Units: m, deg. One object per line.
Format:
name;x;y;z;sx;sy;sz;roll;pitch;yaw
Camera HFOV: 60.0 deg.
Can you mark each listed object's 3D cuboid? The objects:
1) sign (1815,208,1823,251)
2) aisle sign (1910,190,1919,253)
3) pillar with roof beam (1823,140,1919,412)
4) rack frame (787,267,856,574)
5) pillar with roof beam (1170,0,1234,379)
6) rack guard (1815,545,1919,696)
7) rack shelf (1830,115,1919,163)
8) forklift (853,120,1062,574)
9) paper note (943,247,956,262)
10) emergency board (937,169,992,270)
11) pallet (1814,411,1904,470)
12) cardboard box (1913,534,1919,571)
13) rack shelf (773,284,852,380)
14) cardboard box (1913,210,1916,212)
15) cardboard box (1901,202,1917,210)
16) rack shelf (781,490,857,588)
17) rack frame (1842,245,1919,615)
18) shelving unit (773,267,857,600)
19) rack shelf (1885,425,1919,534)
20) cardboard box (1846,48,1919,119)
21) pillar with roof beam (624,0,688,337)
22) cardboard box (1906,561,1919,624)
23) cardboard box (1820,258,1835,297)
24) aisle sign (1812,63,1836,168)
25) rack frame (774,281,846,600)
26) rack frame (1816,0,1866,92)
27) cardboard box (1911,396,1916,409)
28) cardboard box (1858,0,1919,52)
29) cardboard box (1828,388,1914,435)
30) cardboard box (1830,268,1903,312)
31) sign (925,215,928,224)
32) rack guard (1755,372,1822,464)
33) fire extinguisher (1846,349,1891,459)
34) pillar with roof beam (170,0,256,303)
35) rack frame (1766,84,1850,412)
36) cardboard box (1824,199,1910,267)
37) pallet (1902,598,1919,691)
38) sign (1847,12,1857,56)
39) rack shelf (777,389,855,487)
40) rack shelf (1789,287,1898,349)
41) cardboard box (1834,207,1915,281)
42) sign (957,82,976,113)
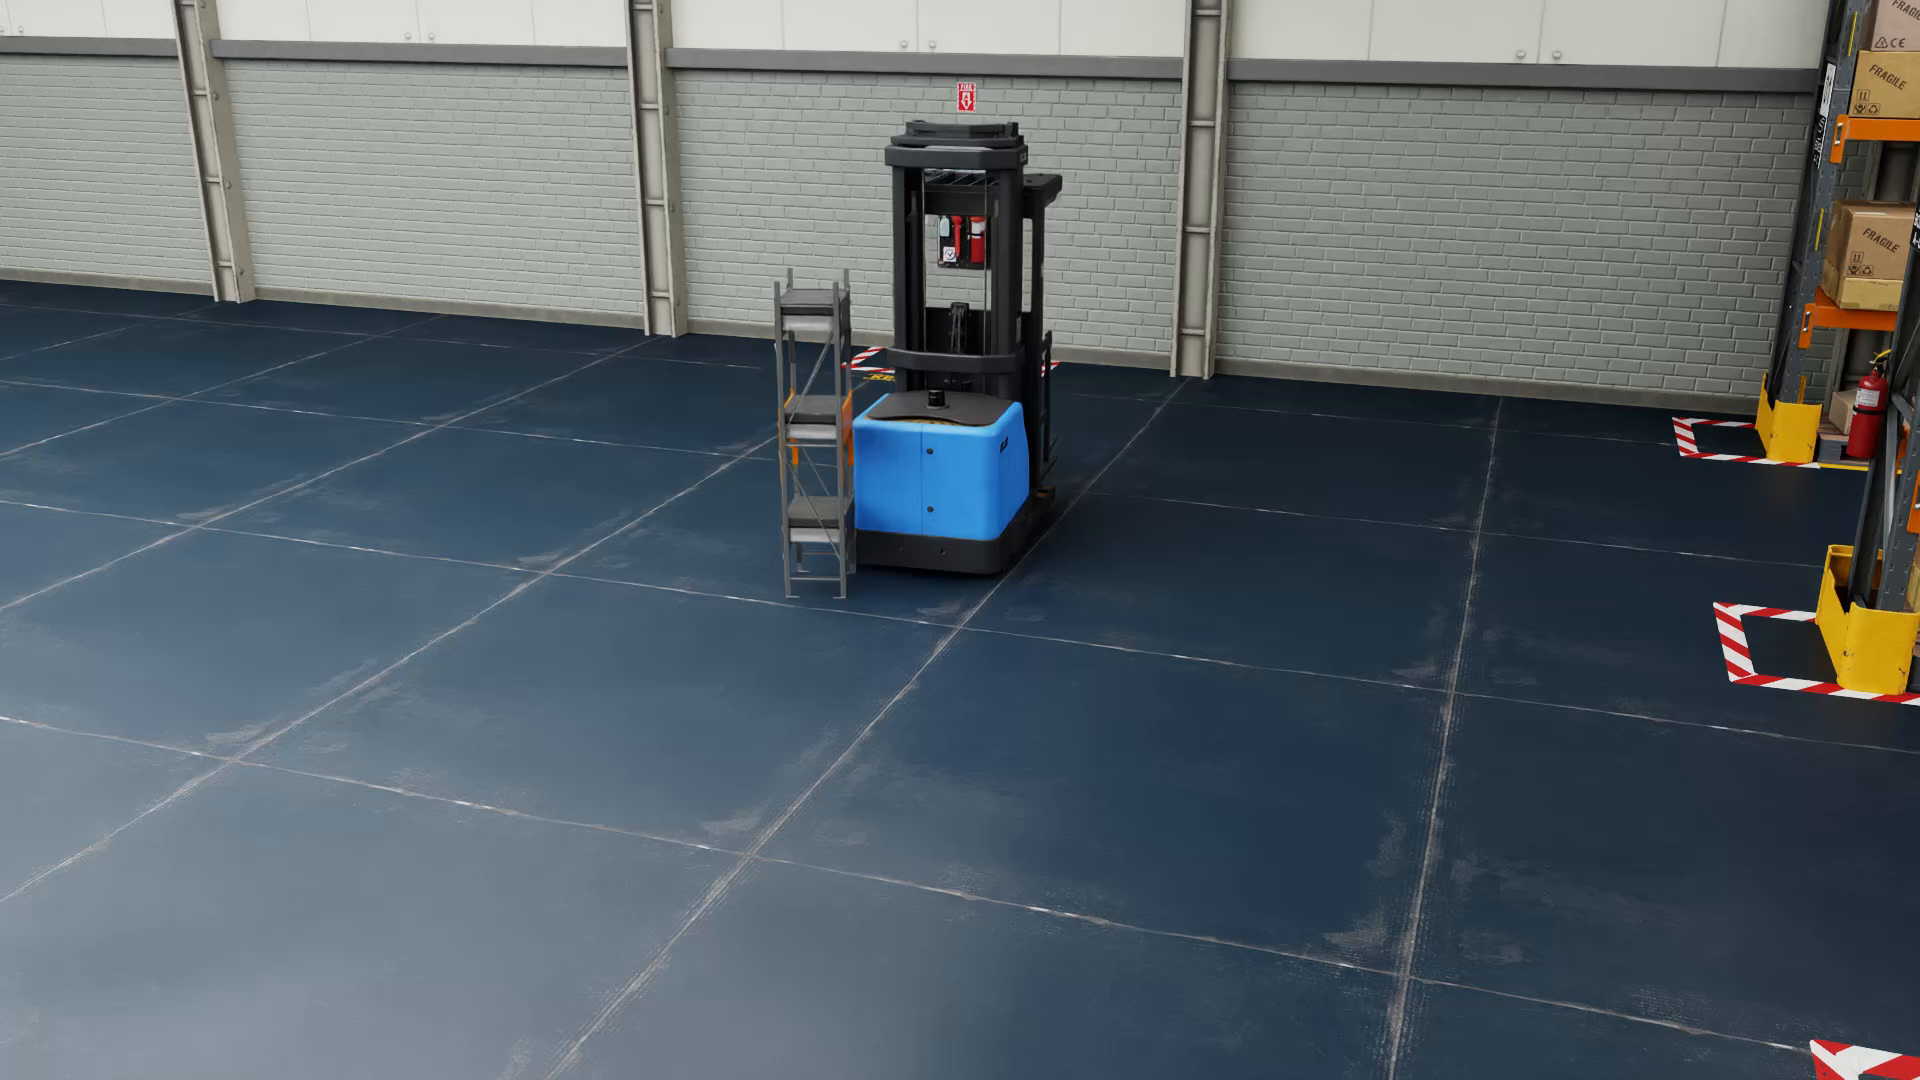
sign;6.905;-2.497;13.368;0.005;0.325;0.100;7;20;18
aisle sign;5.496;-2.042;9.429;0.004;0.787;0.394;7;20;18
pillar with roof beam;6.616;-3.945;9.721;0.400;9.000;9.100;7;20;18
rack frame;-0.917;-0.764;11.078;0.400;2.100;0.015;1;19;4
pillar with roof beam;0.948;-4.593;11.581;0.400;9.000;9.100;7;20;18
rack guard;5.439;0.461;9.993;0.348;0.500;1.175;7;20;18
rack shelf;8.973;-3.118;12.999;4.000;0.370;1.077;7;20;18
forklift;0.116;-1.603;12.221;1.130;2.935;3.031;5;20;13
paper note;-0.106;-3.002;17.469;0.142;0.148;0.016;7;20;18
emergency board;0.039;-3.377;17.208;0.643;1.169;0.194;7;20;18
pallet;7.911;-0.833;14.146;1.213;0.211;1.003;7;20;18
cardboard box;6.065;-0.005;9.934;0.500;0.500;0.500;7;20;18
rack shelf;-0.933;-1.332;10.622;0.431;0.518;0.480;1;19;4
cardboard box;7.899;-2.348;13.314;0.500;0.500;0.500;7;20;18
cardboard box;8.071;-2.508;13.771;0.500;0.500;0.500;7;20;19
rack shelf;-0.933;-0.010;11.083;0.431;0.518;0.480;1;19;4
rack frame;5.461;-0.716;9.574;0.127;3.000;1.000;7;20;18
shelving unit;-0.933;-0.684;10.848;0.431;2.100;0.503;1;19;4
rack shelf;7.350;-0.161;9.073;4.000;0.370;1.077;7;20;18
cardboard box;7.317;-3.616;13.154;0.500;0.500;0.500;7;20;19
pillar with roof beam;-4.720;-5.241;13.440;0.400;9.000;9.100;7;20;18
cardboard box;6.065;0.350;10.055;0.500;0.250;0.500;7;20;18
cardboard box;7.589;-2.205;14.044;0.500;0.250;0.500;7;20;19
aisle sign;6.917;-3.399;13.321;0.004;0.787;0.394;7;20;18
rack frame;-0.950;-0.604;10.618;0.400;2.100;0.015;1;19;4
rack frame;7.083;-5.090;13.007;0.127;3.000;1.000;7;20;18
cardboard box;8.246;-1.031;13.893;0.500;0.311;0.500;8;21;23
cardboard box;7.368;-4.085;12.980;0.500;0.500;0.500;5;20;14
cardboard box;7.707;-1.092;14.070;0.500;0.311;0.500;4;20;12
cardboard box;7.440;-2.044;13.581;0.500;0.250;0.500;6;20;16
sign;-0.450;-3.486;17.465;0.234;0.329;0.001;7;20;18
rack guard;7.155;-1.069;14.382;0.348;0.500;1.175;7;20;18
fire extinguisher;5.502;-0.837;10.038;0.183;0.674;0.296;7;20;18
pillar with roof beam;-10.387;-5.889;15.299;0.400;9.000;9.100;7;20;18
rack frame;7.083;-2.257;13.994;0.127;3.000;1.000;7;20;18
cardboard box;7.598;-2.565;13.936;0.500;0.500;0.500;6;20;17
pallet;6.197;0.670;9.834;1.213;0.211;1.003;7;20;18
sign;6.905;-3.917;12.873;0.005;0.325;0.100;7;20;18
rack shelf;-0.933;-0.671;10.853;0.431;0.518;0.480;1;19;4
rack shelf;8.973;-1.701;13.493;4.000;0.370;1.077;7;20;18
cardboard box;7.436;-2.405;13.476;0.500;0.500;0.500;7;20;18
sign;0.064;-4.504;16.918;0.199;0.298;0.001;7;20;18
